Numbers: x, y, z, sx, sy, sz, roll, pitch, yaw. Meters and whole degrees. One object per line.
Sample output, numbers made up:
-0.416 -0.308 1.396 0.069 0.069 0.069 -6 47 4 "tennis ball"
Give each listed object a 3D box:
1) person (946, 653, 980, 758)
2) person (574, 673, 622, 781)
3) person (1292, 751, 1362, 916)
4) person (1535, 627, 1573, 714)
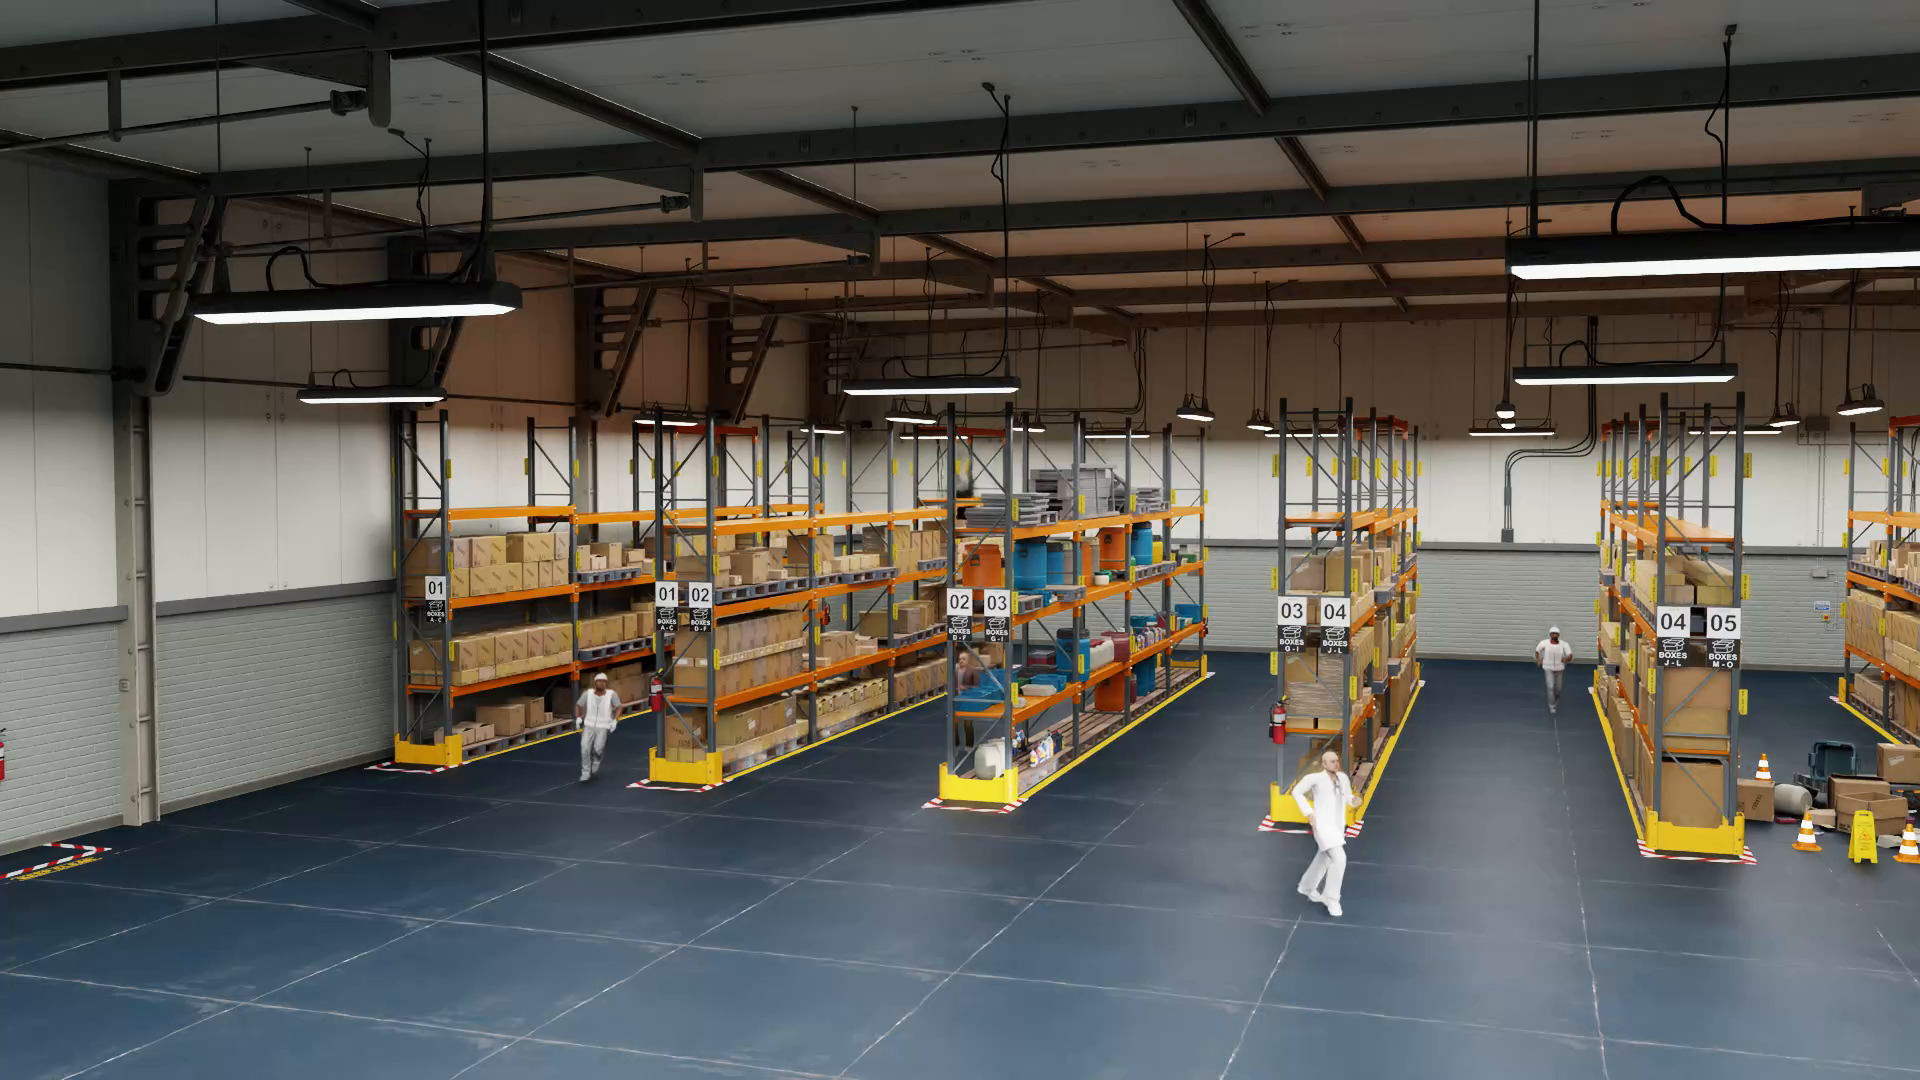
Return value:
0.042 2.879 28.970 0.673 1.836 0.814 1 3 15 "person"
-5.833 3.000 26.760 0.743 1.722 0.554 0 2 -3 "person"
4.193 3.319 18.907 0.665 1.856 0.844 -2 3 -37 "person"
12.187 2.655 34.110 0.722 1.756 0.835 1 2 12 "person"
